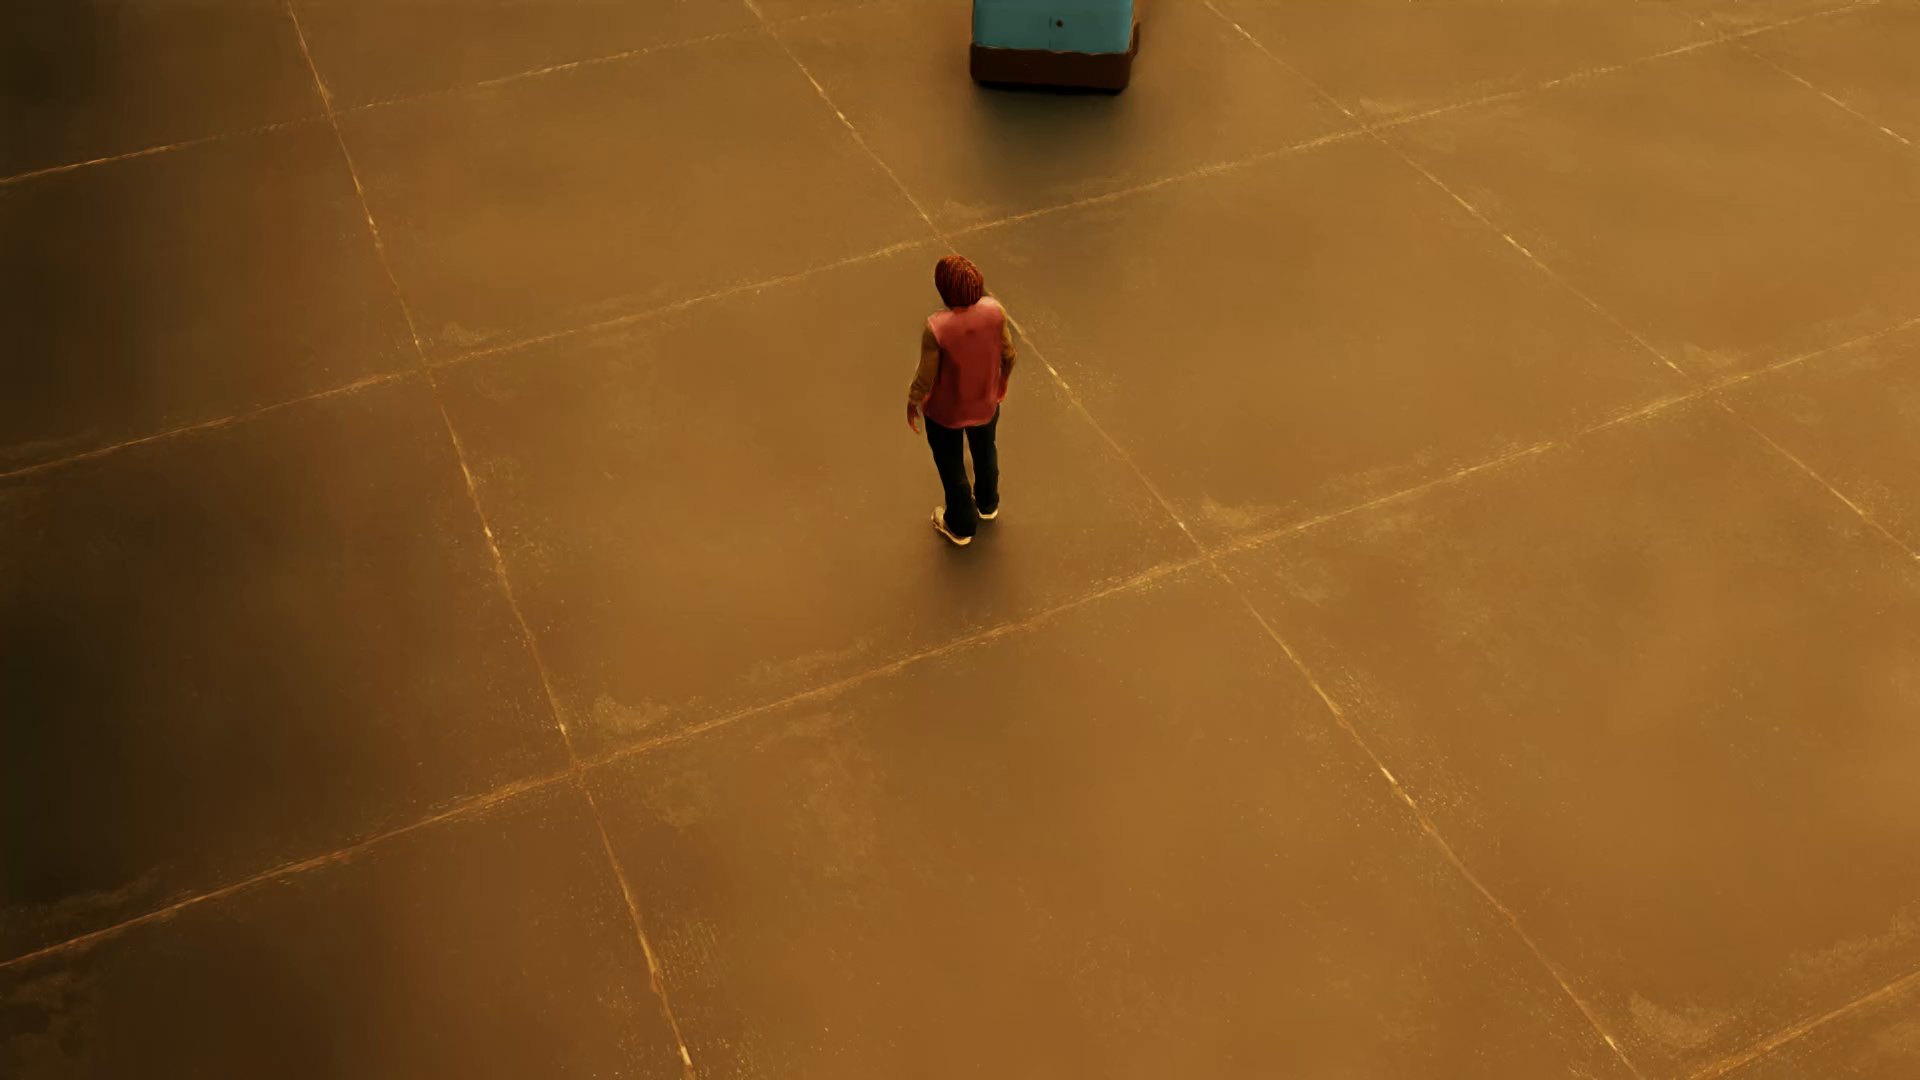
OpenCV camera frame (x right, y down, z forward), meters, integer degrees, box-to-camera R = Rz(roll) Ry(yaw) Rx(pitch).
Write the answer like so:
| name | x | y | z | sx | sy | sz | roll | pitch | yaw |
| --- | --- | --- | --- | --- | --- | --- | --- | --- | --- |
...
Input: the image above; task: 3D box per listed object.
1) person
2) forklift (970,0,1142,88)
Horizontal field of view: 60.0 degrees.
| name | x | y | z | sx | sy | sz | roll | pitch | yaw |
| --- | --- | --- | --- | --- | --- | --- | --- | --- | --- |
| person | -0.019 | -0.639 | 7.332 | 0.520 | 1.597 | 0.474 | -18 | 46 | -18 |
| forklift | 0.766 | -5.037 | 11.077 | 1.130 | 2.935 | 3.031 | 5 | 43 | 5 |
